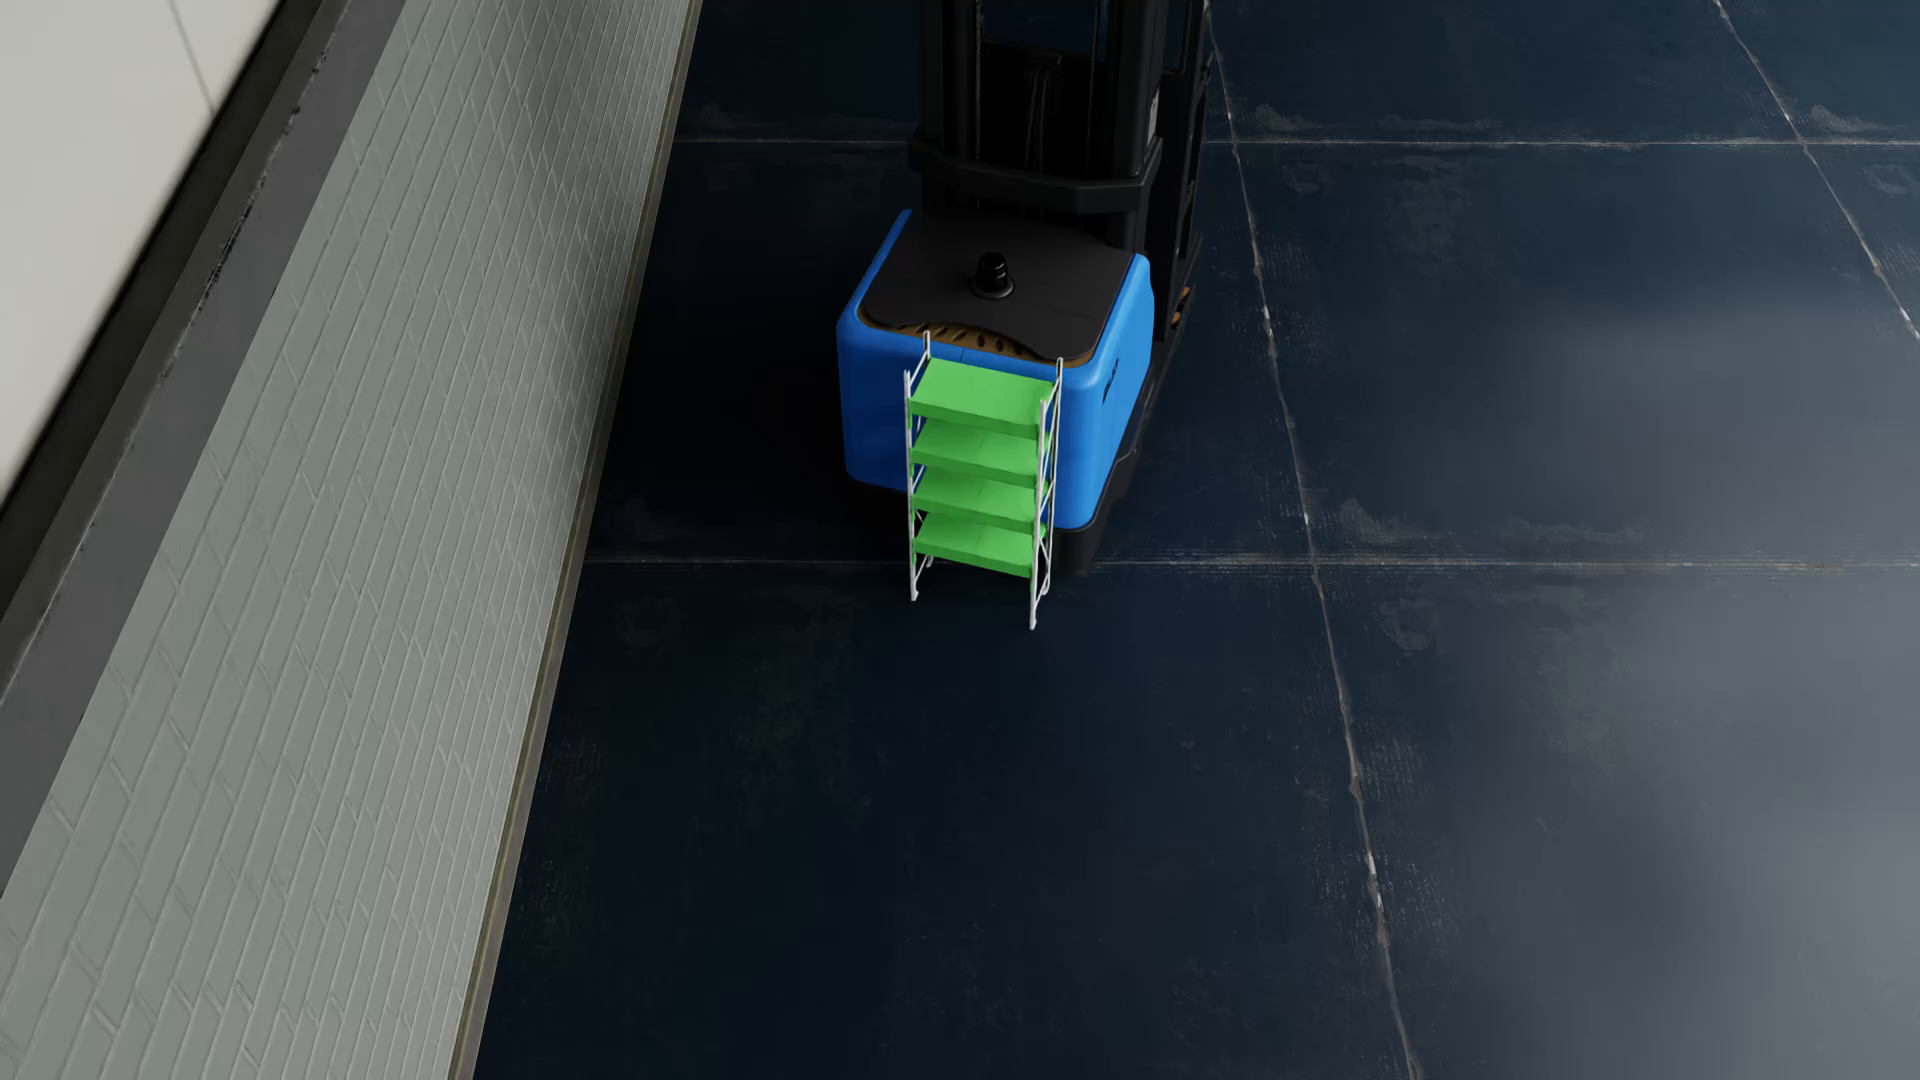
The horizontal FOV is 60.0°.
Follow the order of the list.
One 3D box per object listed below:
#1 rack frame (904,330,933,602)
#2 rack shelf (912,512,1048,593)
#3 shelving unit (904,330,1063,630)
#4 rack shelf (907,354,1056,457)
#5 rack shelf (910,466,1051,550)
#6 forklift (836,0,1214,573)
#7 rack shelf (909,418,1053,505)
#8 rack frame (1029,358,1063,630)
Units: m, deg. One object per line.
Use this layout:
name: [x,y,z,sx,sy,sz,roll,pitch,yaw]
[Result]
rack frame: [-0.151,-0.248,6.242,0.015,1.200,0.240,13,48,12]
rack shelf: [0.082,0.013,6.414,0.480,0.148,0.258,13,48,12]
shelving unit: [0.082,-0.194,6.192,0.503,1.200,0.258,13,48,12]
rack shelf: [0.082,-0.478,5.887,0.480,0.148,0.258,13,48,12]
rack shelf: [0.082,-0.151,6.239,0.480,0.148,0.258,13,48,12]
forklift: [0.464,-1.970,6.662,1.130,2.935,3.031,13,48,12]
rack shelf: [0.082,-0.314,6.063,0.480,0.148,0.258,13,48,12]
rack frame: [0.315,-0.141,6.142,0.015,1.200,0.240,13,48,12]
